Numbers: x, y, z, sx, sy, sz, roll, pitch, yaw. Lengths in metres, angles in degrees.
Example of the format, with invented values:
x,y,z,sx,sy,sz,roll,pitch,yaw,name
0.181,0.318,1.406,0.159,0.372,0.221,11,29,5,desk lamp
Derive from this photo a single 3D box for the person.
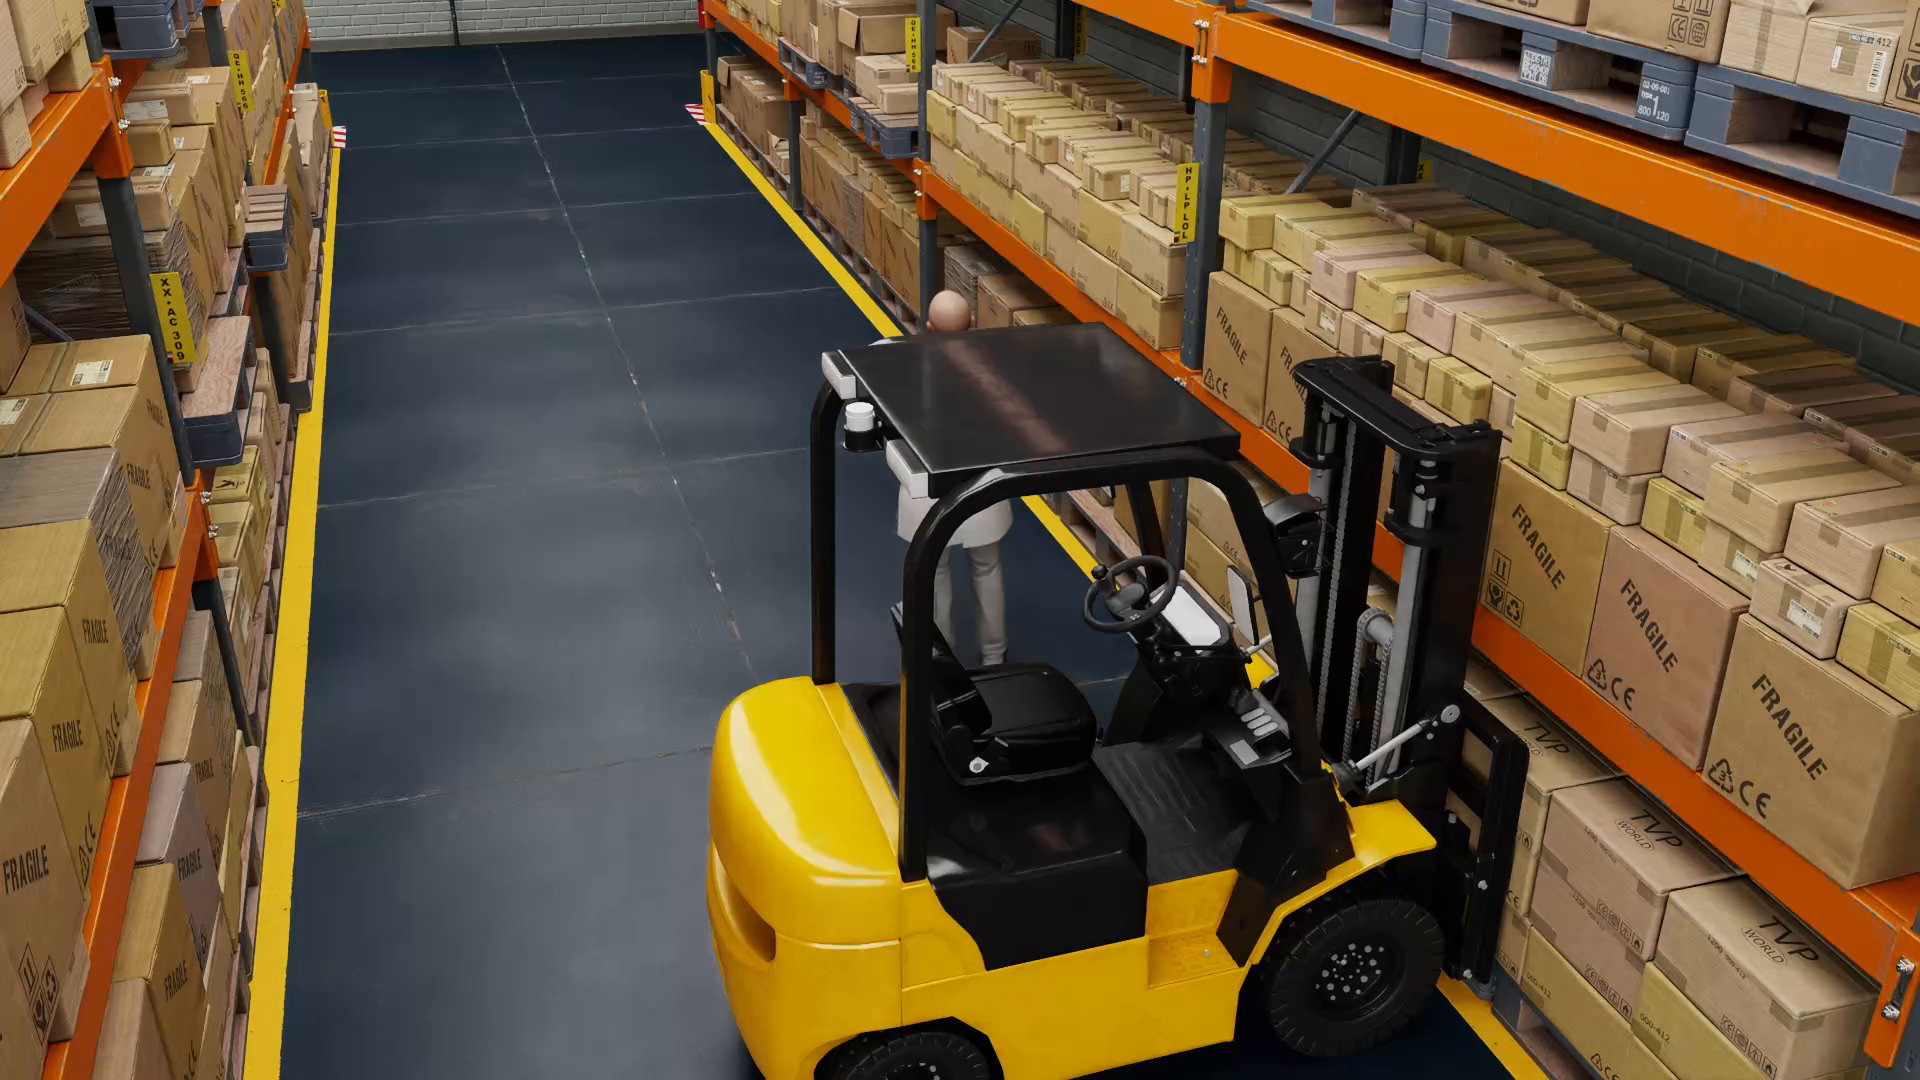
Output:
x,y,z,sx,sy,sz,roll,pitch,yaw,name
-0.046,-0.255,7.147,0.557,1.780,0.522,-4,26,-8,person
